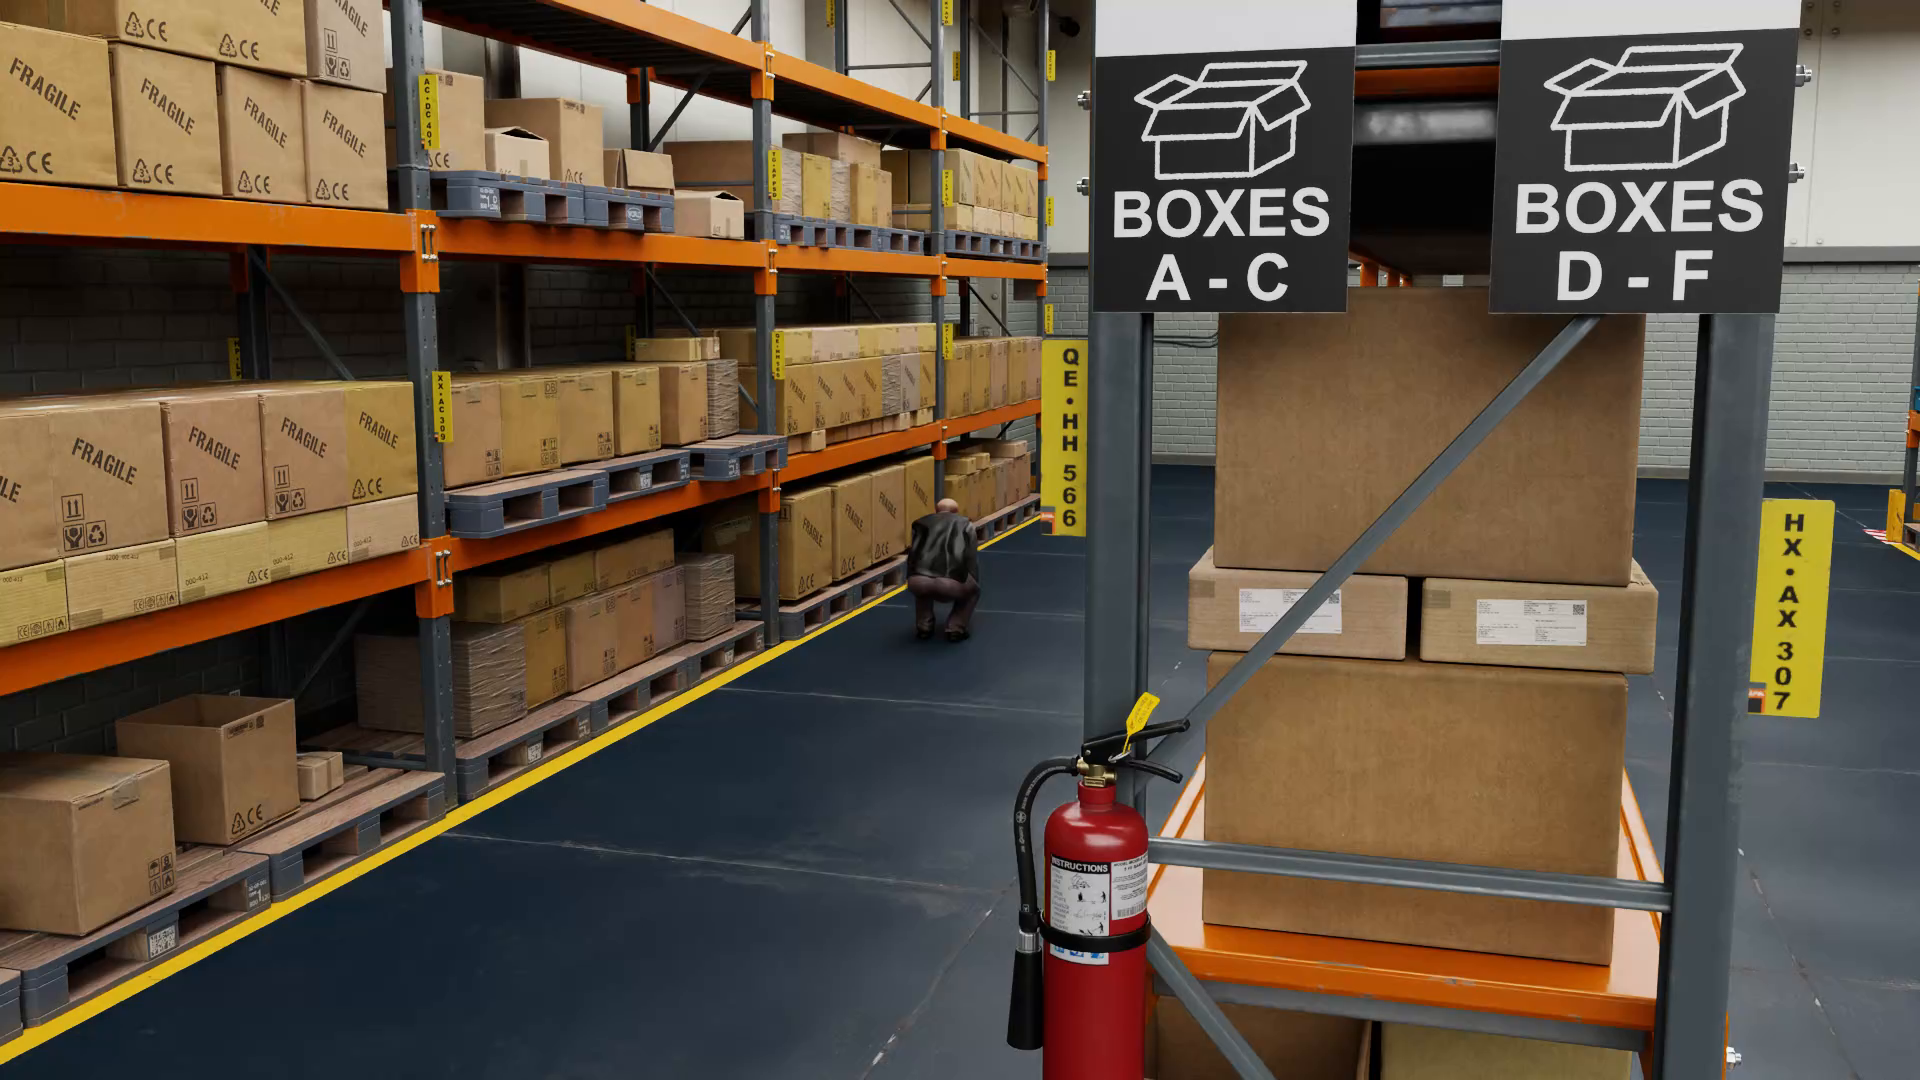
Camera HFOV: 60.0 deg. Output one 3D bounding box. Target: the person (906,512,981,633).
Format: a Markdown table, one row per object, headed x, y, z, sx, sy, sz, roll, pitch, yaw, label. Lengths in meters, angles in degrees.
| x | y | z | sx | sy | sz | roll | pitch | yaw | label |
| --- | --- | --- | --- | --- | --- | --- | --- | --- | --- |
| -0.136 | 0.235 | 12.047 | 0.517 | 0.842 | 0.767 | 2 | 9 | 14 | person |
